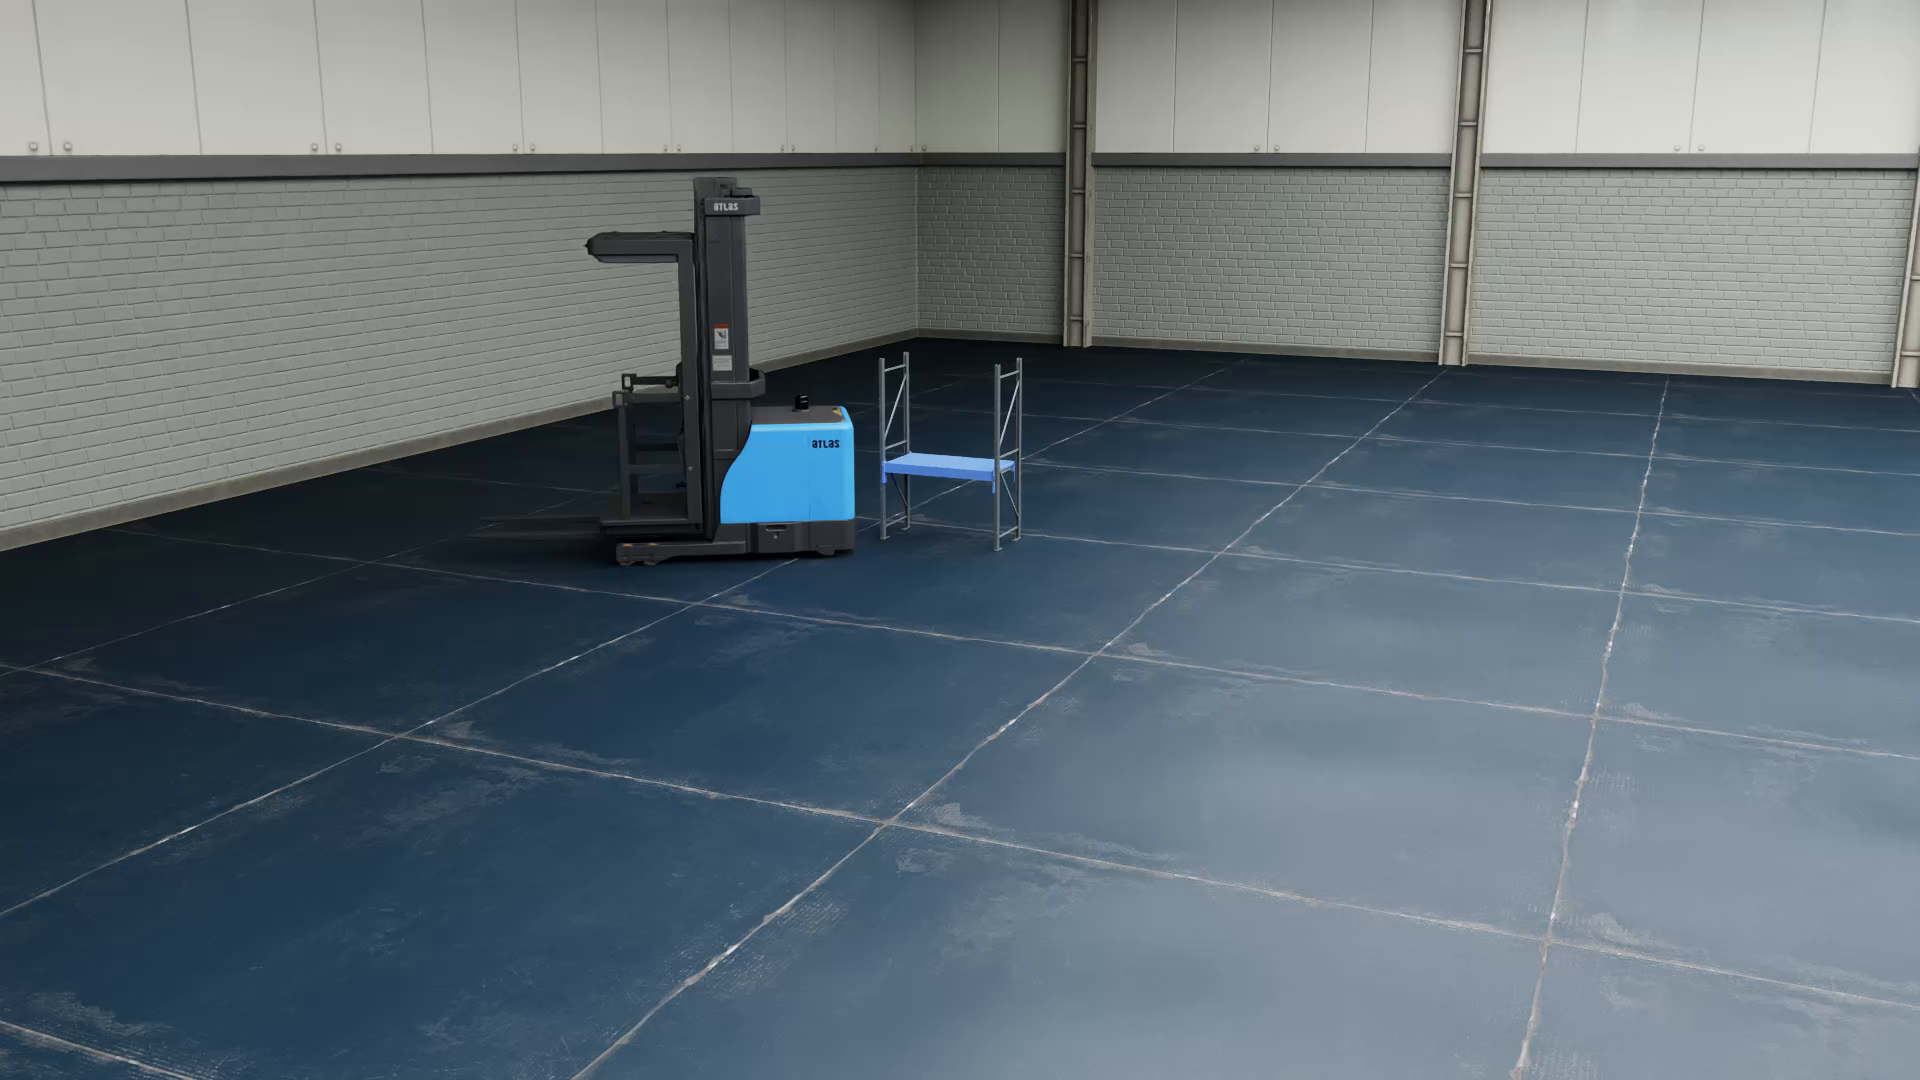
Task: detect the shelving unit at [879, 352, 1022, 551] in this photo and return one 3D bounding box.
[{"bbox_3d":[-0.078,-0.738,13.617,1.048,1.500,0.538,6,14,23],"label":"shelving unit"}]

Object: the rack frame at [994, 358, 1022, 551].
[{"bbox_3d":[0.387,-0.691,13.417,0.032,1.500,0.500,6,14,23],"label":"rack frame"}]

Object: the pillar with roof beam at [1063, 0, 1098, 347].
[{"bbox_3d":[0.194,-6.686,22.548,0.400,9.000,9.100,6,14,23],"label":"pillar with roof beam"}]

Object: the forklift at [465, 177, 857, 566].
[{"bbox_3d":[-2.377,-1.357,13.121,3.031,2.935,1.130,-2,13,-7],"label":"forklift"}]

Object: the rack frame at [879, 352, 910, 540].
[{"bbox_3d":[-0.543,-0.785,13.818,0.032,1.500,0.500,6,14,23],"label":"rack frame"}]

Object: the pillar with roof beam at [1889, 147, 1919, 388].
[{"bbox_3d":[11.166,-5.575,17.816,0.400,9.000,9.100,6,14,23],"label":"pillar with roof beam"}]

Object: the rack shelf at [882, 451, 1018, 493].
[{"bbox_3d":[-0.078,-0.563,13.658,1.000,0.185,0.538,6,14,23],"label":"rack shelf"}]

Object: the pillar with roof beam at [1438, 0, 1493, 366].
[{"bbox_3d":[5.680,-6.130,20.182,0.400,9.000,9.100,6,14,23],"label":"pillar with roof beam"}]
